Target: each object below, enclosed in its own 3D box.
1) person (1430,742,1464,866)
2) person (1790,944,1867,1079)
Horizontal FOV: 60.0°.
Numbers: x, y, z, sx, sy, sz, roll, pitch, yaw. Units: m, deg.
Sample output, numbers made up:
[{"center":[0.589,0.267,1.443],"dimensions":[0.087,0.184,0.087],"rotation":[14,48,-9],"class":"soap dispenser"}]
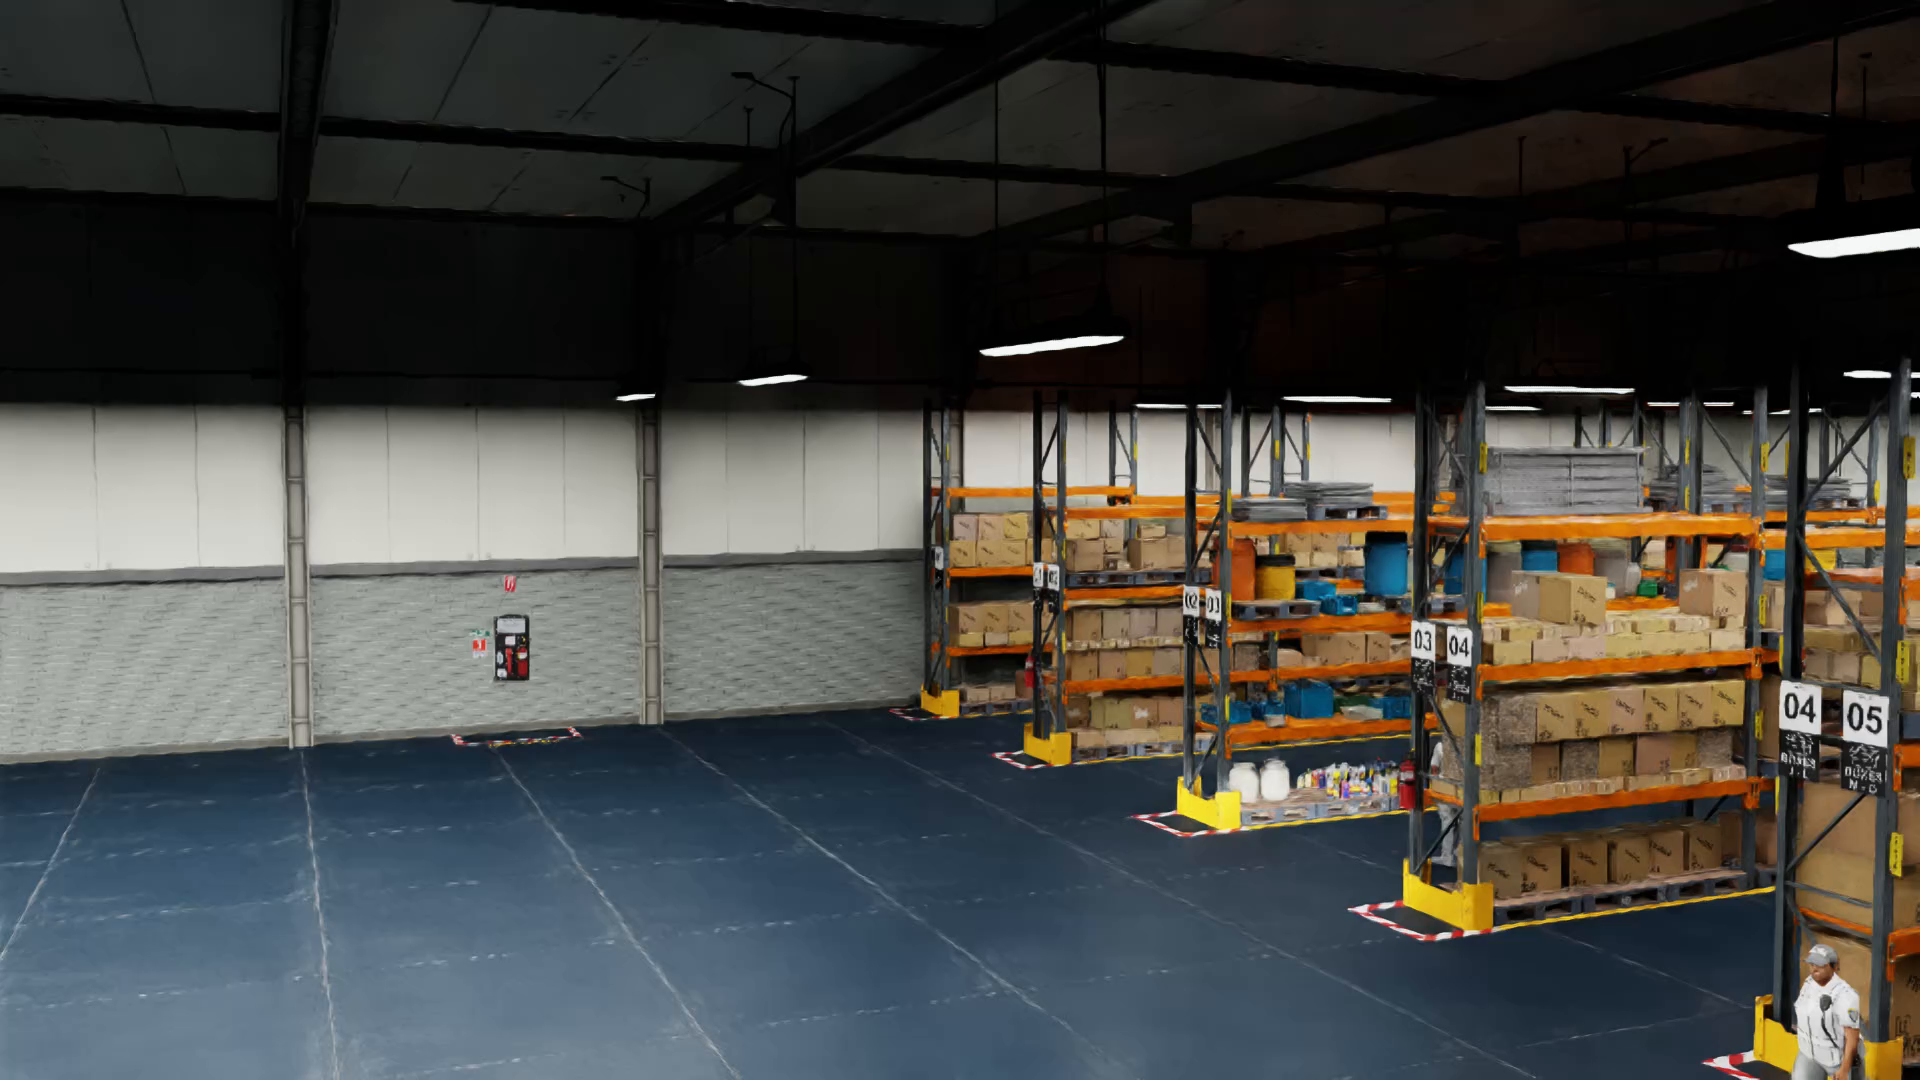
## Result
[{"center":[6.099,3.056,20.399],"dimensions":[0.678,1.782,0.594],"rotation":[0,3,1],"class":"person"},{"center":[6.174,3.661,11.783],"dimensions":[1.000,1.605,0.493],"rotation":[-1,4,-24],"class":"person"}]
